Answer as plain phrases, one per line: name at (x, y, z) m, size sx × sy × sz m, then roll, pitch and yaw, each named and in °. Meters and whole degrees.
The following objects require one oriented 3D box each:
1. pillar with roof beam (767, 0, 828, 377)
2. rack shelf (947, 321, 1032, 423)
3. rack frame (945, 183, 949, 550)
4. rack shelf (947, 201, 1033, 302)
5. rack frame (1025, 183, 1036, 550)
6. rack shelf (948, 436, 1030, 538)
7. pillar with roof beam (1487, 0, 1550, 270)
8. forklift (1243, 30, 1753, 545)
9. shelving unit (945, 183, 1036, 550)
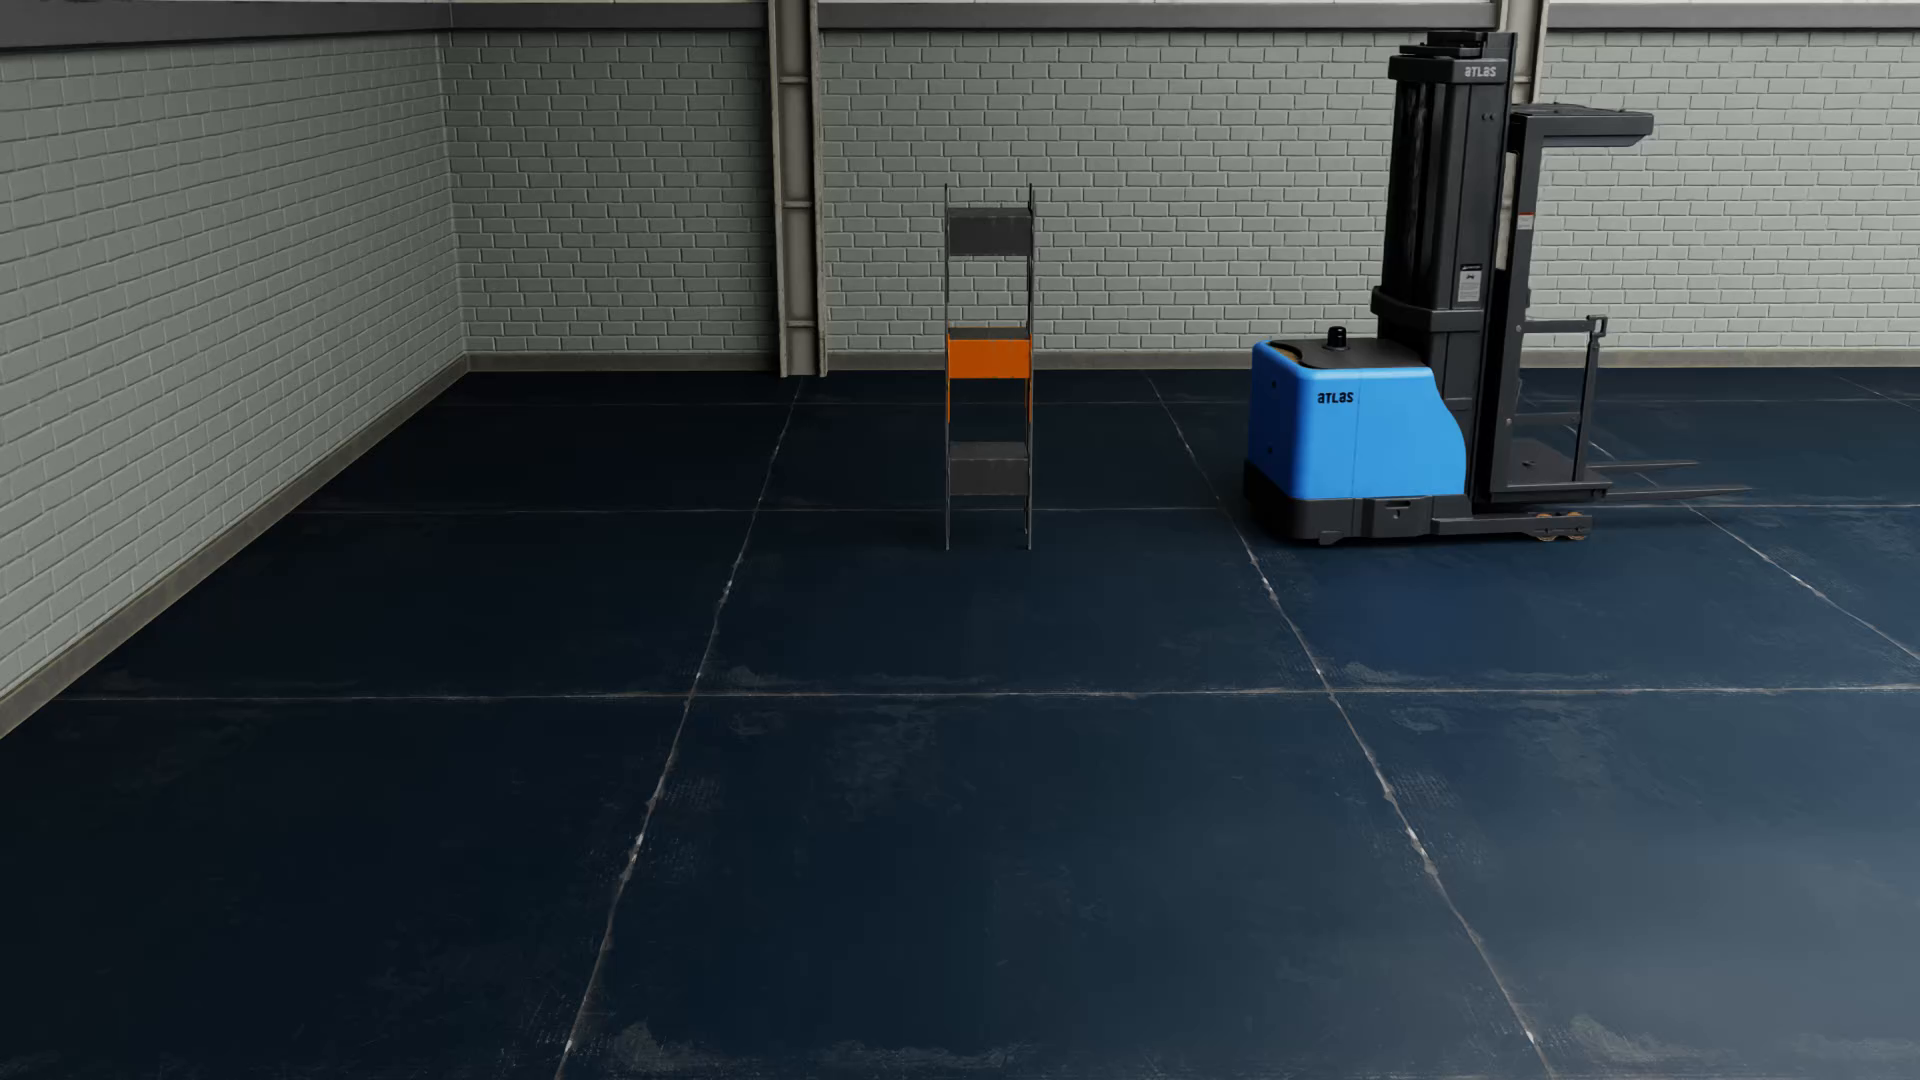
pillar with roof beam at (-1.302, -4.436, 9.144) m, size 0.400 × 9.000 × 9.100 m, roll 0°, pitch 18°, yaw -1°
rack shelf at (0.166, -0.988, 9.733) m, size 0.480 × 0.518 × 0.431 m, roll 0°, pitch 18°, yaw -1°
rack frame at (-0.078, -0.999, 9.726) m, size 0.015 × 2.100 × 0.400 m, roll 0°, pitch 18°, yaw -1°
rack shelf at (0.166, -1.654, 9.520) m, size 0.480 × 0.518 × 0.431 m, roll 0°, pitch 18°, yaw -1°
rack frame at (0.409, -1.002, 9.733) m, size 0.015 × 2.100 × 0.400 m, roll 0°, pitch 18°, yaw -1°
rack shelf at (0.166, -0.321, 9.947) m, size 0.480 × 0.518 × 0.431 m, roll 0°, pitch 18°, yaw -1°
pillar with roof beam at (4.697, -4.465, 9.234) m, size 0.400 × 9.000 × 9.100 m, roll 0°, pitch 18°, yaw -1°
forklift at (3.379, -1.545, 10.065) m, size 3.031 × 2.935 × 1.130 m, roll -2°, pitch 18°, yaw -7°
shelving unit at (0.166, -1.001, 9.729) m, size 0.503 × 2.100 × 0.431 m, roll 0°, pitch 18°, yaw -1°
